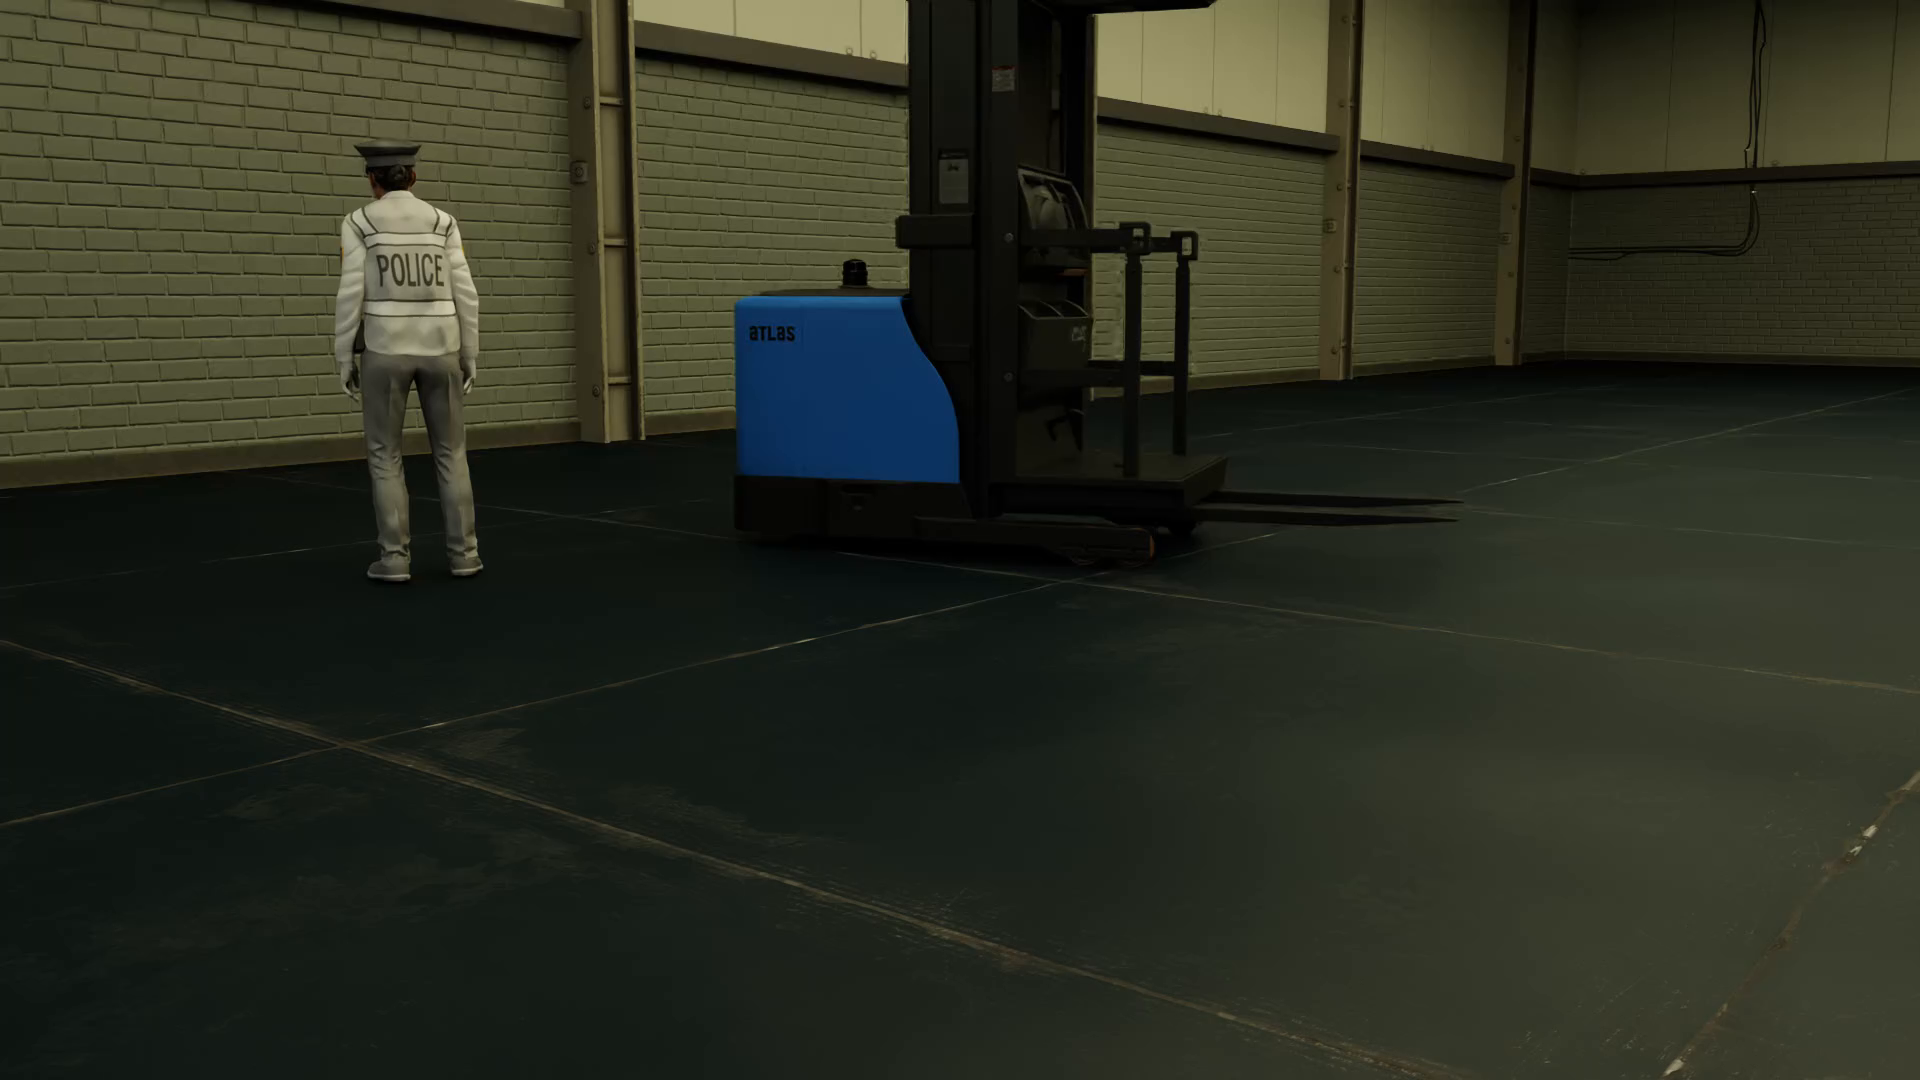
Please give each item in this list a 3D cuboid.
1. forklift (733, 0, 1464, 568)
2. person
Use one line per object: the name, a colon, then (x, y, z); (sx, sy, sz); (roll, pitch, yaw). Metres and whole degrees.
forklift: (0.587, -1.423, 7.010); (3.031, 2.935, 1.130); (3, 9, 19)
person: (-2.084, -0.675, 6.282); (0.532, 1.662, 0.376); (-5, 10, -29)
